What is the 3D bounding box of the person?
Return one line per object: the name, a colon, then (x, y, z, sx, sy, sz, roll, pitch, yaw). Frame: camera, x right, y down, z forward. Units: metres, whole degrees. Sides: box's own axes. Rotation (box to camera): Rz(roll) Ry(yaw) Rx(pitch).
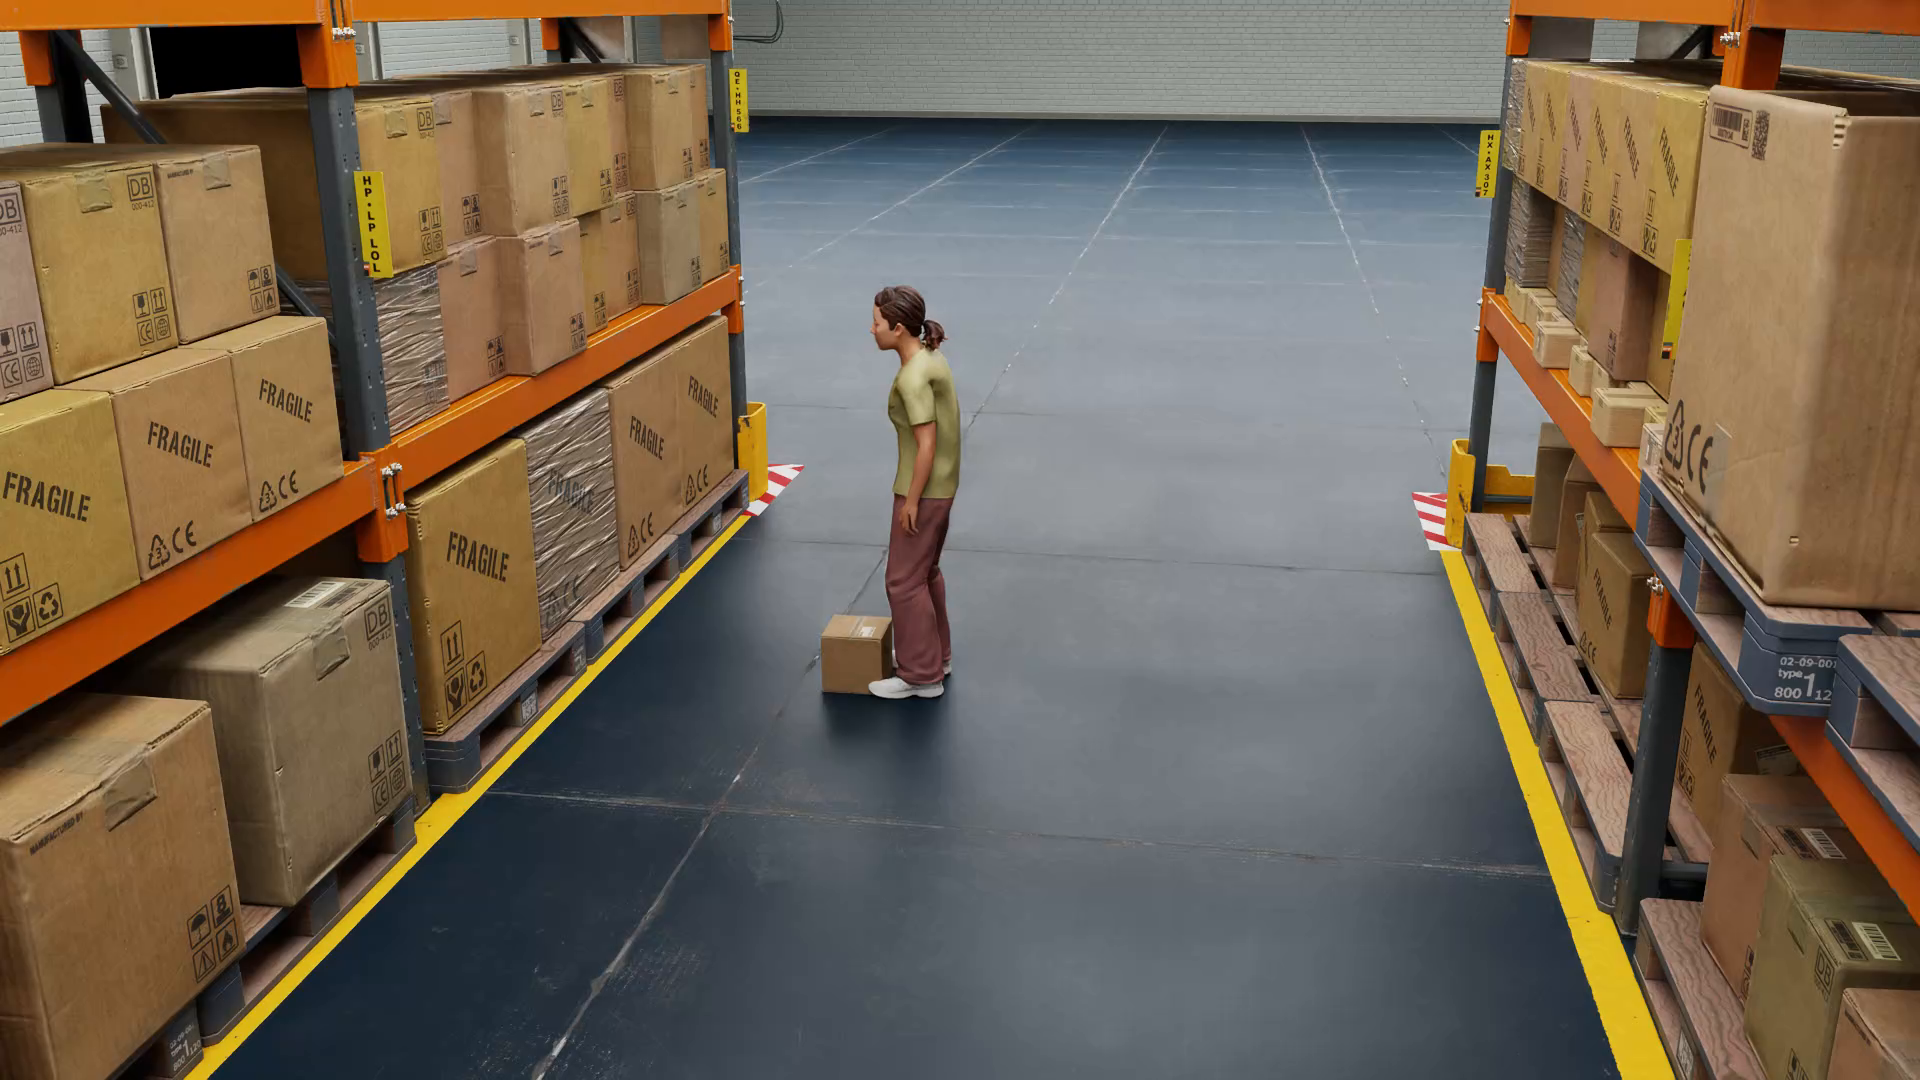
person: (-0.182, -0.189, 6.643, 0.367, 1.671, 0.519, 2, 18, 5)
